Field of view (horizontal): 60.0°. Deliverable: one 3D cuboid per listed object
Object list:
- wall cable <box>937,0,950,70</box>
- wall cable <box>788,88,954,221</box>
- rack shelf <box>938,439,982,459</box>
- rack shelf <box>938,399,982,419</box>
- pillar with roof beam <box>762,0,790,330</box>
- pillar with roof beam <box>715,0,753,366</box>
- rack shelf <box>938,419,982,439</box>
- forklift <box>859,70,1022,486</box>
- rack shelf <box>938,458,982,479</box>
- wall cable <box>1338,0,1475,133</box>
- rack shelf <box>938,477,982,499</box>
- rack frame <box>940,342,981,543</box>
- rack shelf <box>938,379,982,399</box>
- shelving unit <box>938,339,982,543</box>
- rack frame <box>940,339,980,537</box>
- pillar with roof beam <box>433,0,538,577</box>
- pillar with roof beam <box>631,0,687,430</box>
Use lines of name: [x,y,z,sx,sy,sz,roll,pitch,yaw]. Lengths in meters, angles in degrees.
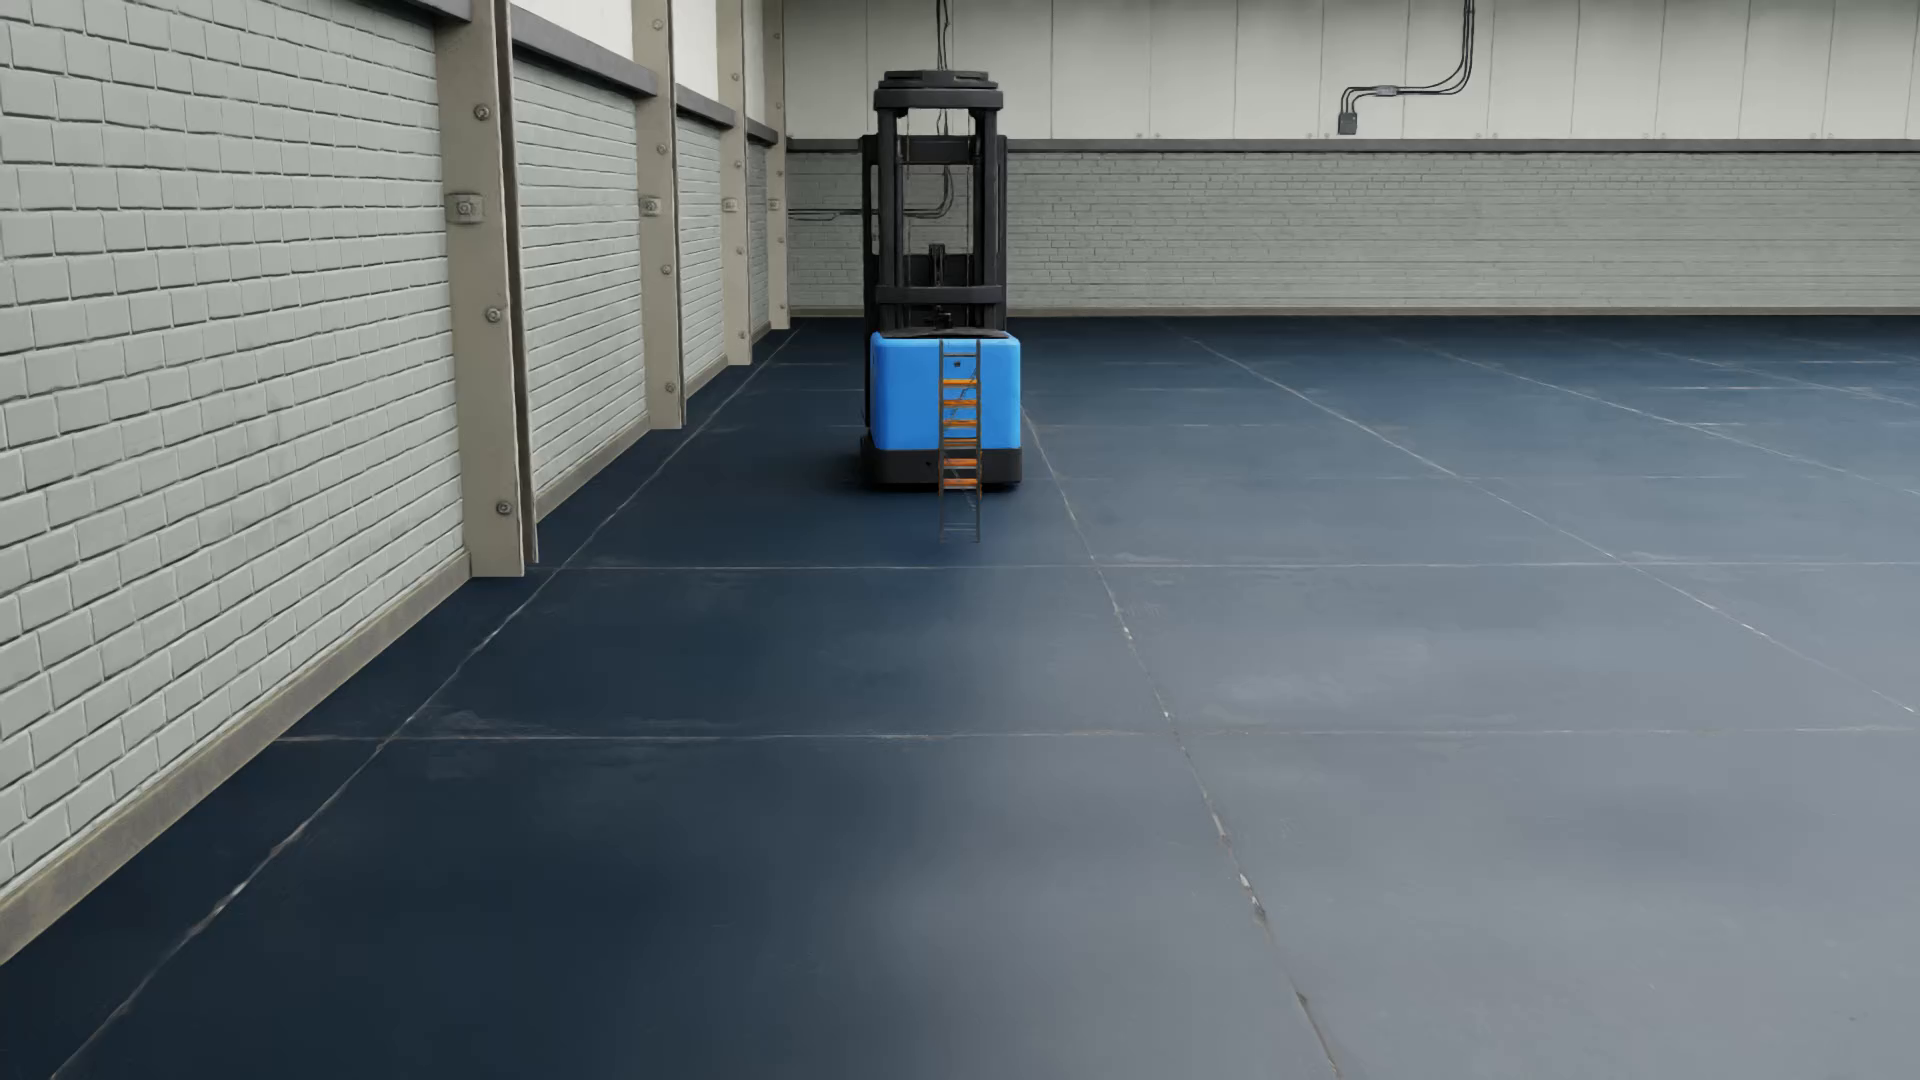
wall cable: [1.047,-9.382,28.777,3.097,2.526,0.112,0,11,-1]
wall cable: [-1.658,-6.895,29.225,3.097,2.526,0.112,0,11,-1]
rack shelf: [0.000,-0.547,9.963,0.258,0.103,0.180,0,11,-1]
rack shelf: [0.000,-0.783,9.915,0.258,0.103,0.180,0,11,-1]
pillar with roof beam: [1.385,-7.844,26.090,9.100,9.000,0.400,0,11,-1]
pillar with roof beam: [1.509,-6.651,20.211,9.100,9.000,0.400,0,11,-1]
rack shelf: [0.000,-0.665,9.939,0.258,0.103,0.180,0,11,-1]
forklift: [-0.214,-2.064,12.861,1.130,2.935,3.031,-1,12,-5]
rack shelf: [0.000,-0.430,9.987,0.258,0.103,0.180,0,11,-1]
wall cable: [7.834,-10.120,28.755,2.305,6.003,0.169,0,11,-1]
rack shelf: [0.000,-0.312,10.011,0.258,0.103,0.180,0,11,-1]
rack frame: [0.002,-0.573,9.864,0.240,1.200,0.006,0,11,-1]
rack shelf: [0.000,-0.900,9.891,0.258,0.103,0.180,0,11,-1]
shelving unit: [0.000,-0.591,9.954,0.258,1.200,0.189,0,11,-1]
rack frame: [-0.002,-0.609,10.044,0.240,1.200,0.006,0,11,-1]
pillar with roof beam: [1.757,-4.266,8.453,9.100,9.000,0.400,0,11,-1]
pillar with roof beam: [1.633,-5.459,14.332,9.100,9.000,0.400,0,11,-1]
